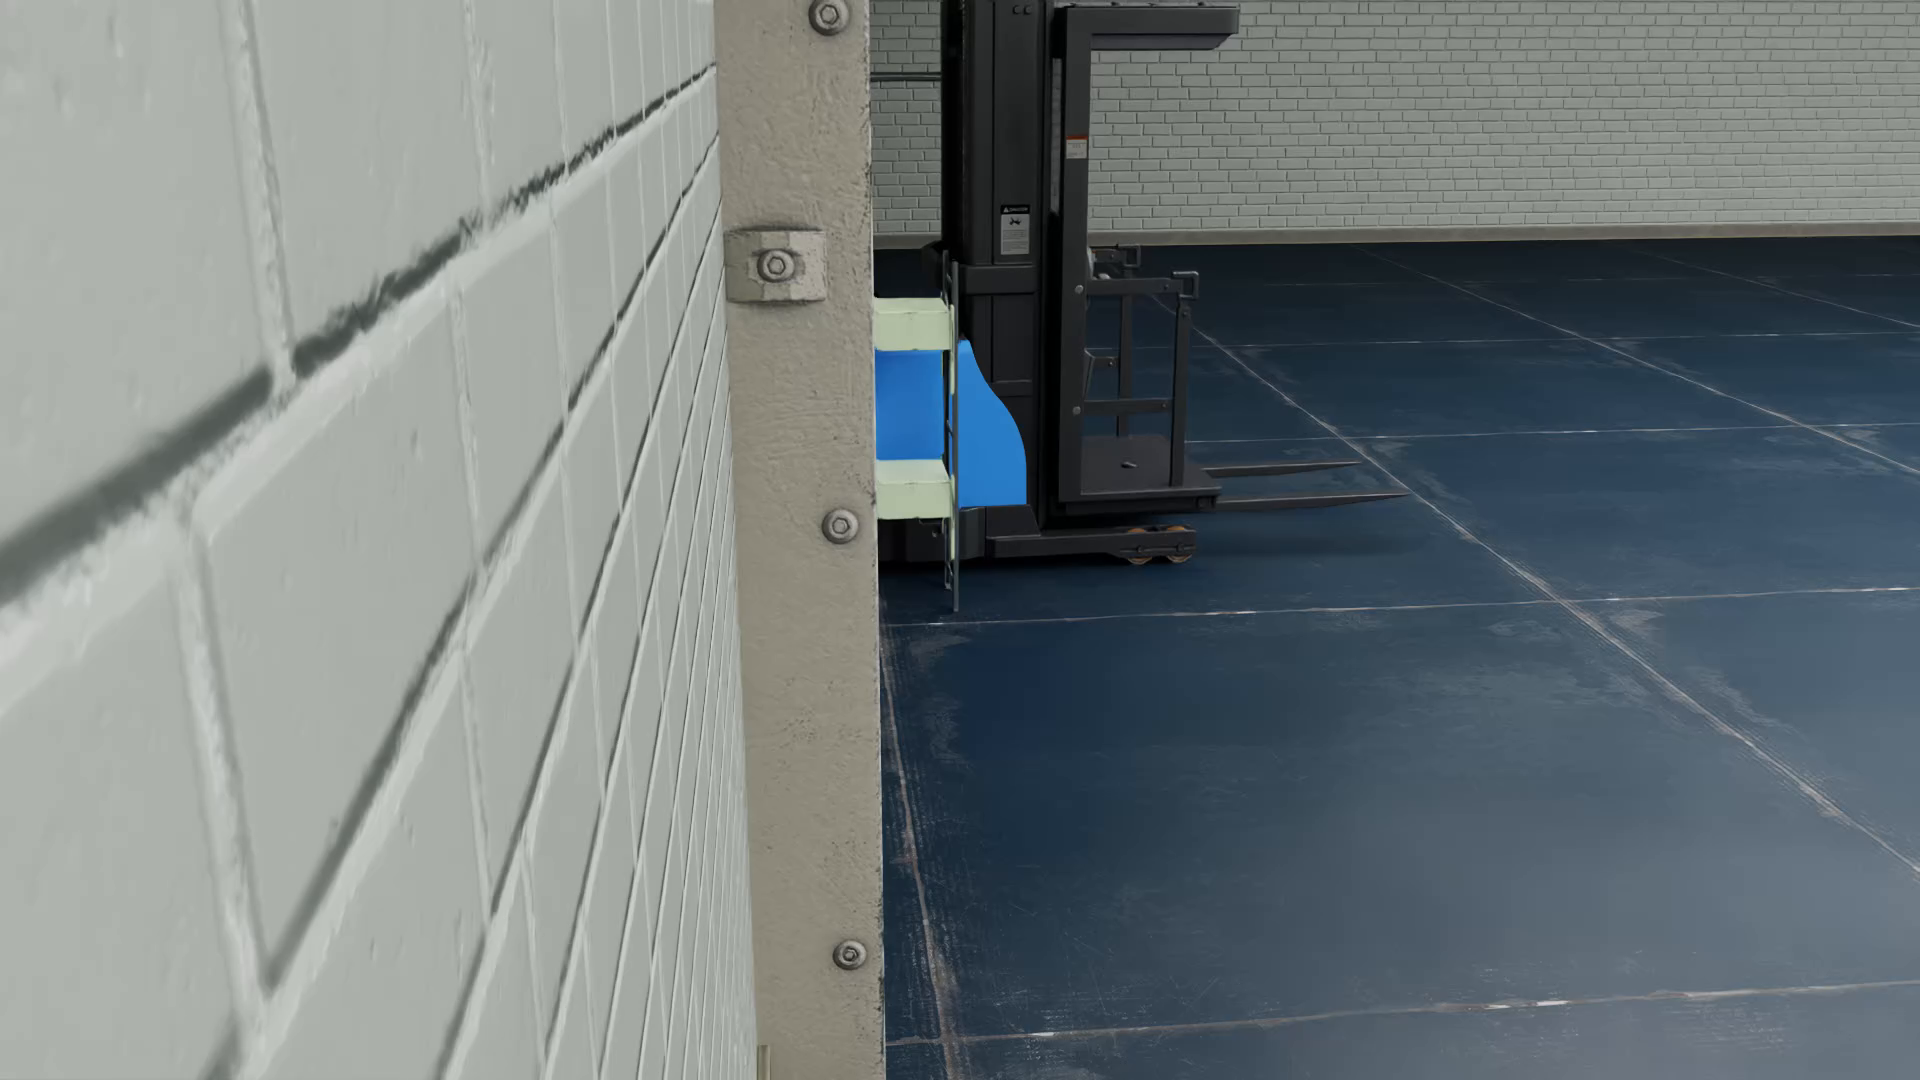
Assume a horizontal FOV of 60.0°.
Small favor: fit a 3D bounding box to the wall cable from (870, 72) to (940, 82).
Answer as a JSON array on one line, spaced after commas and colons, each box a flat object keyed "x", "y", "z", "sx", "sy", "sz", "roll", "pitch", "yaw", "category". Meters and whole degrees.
[{"x": -0.577, "y": -6.040, "z": 17.575, "sx": 3.097, "sy": 2.526, "sz": 0.112, "roll": -2, "pitch": 18, "yaw": -6, "category": "wall cable"}]

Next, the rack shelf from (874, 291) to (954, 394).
[{"x": -0.404, "y": -0.828, "z": 6.994, "sx": 0.720, "sy": 0.370, "sz": 0.431, "roll": -2, "pitch": 17, "yaw": -6, "category": "rack shelf"}]

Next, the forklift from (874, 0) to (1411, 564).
[{"x": 0.669, "y": -1.439, "z": 7.867, "sx": 3.031, "sy": 2.935, "sz": 1.130, "roll": -3, "pitch": 18, "yaw": -9, "category": "forklift"}]

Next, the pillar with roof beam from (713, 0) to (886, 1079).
[{"x": 3.931, "y": -3.160, "z": 3.220, "sx": 9.100, "sy": 9.000, "sz": 0.400, "roll": -2, "pitch": 18, "yaw": -6, "category": "pillar with roof beam"}]

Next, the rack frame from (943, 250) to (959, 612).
[{"x": -0.040, "y": -0.465, "z": 7.143, "sx": 0.023, "sy": 1.500, "sz": 0.400, "roll": -2, "pitch": 17, "yaw": -6, "category": "rack frame"}]

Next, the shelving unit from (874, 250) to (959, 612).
[{"x": -0.404, "y": -0.454, "z": 7.105, "sx": 0.755, "sy": 1.500, "sz": 0.431, "roll": -2, "pitch": 17, "yaw": -6, "category": "shelving unit"}]

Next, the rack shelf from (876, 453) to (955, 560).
[{"x": -0.403, "y": -0.141, "z": 7.198, "sx": 0.720, "sy": 0.370, "sz": 0.431, "roll": -2, "pitch": 17, "yaw": -6, "category": "rack shelf"}]
